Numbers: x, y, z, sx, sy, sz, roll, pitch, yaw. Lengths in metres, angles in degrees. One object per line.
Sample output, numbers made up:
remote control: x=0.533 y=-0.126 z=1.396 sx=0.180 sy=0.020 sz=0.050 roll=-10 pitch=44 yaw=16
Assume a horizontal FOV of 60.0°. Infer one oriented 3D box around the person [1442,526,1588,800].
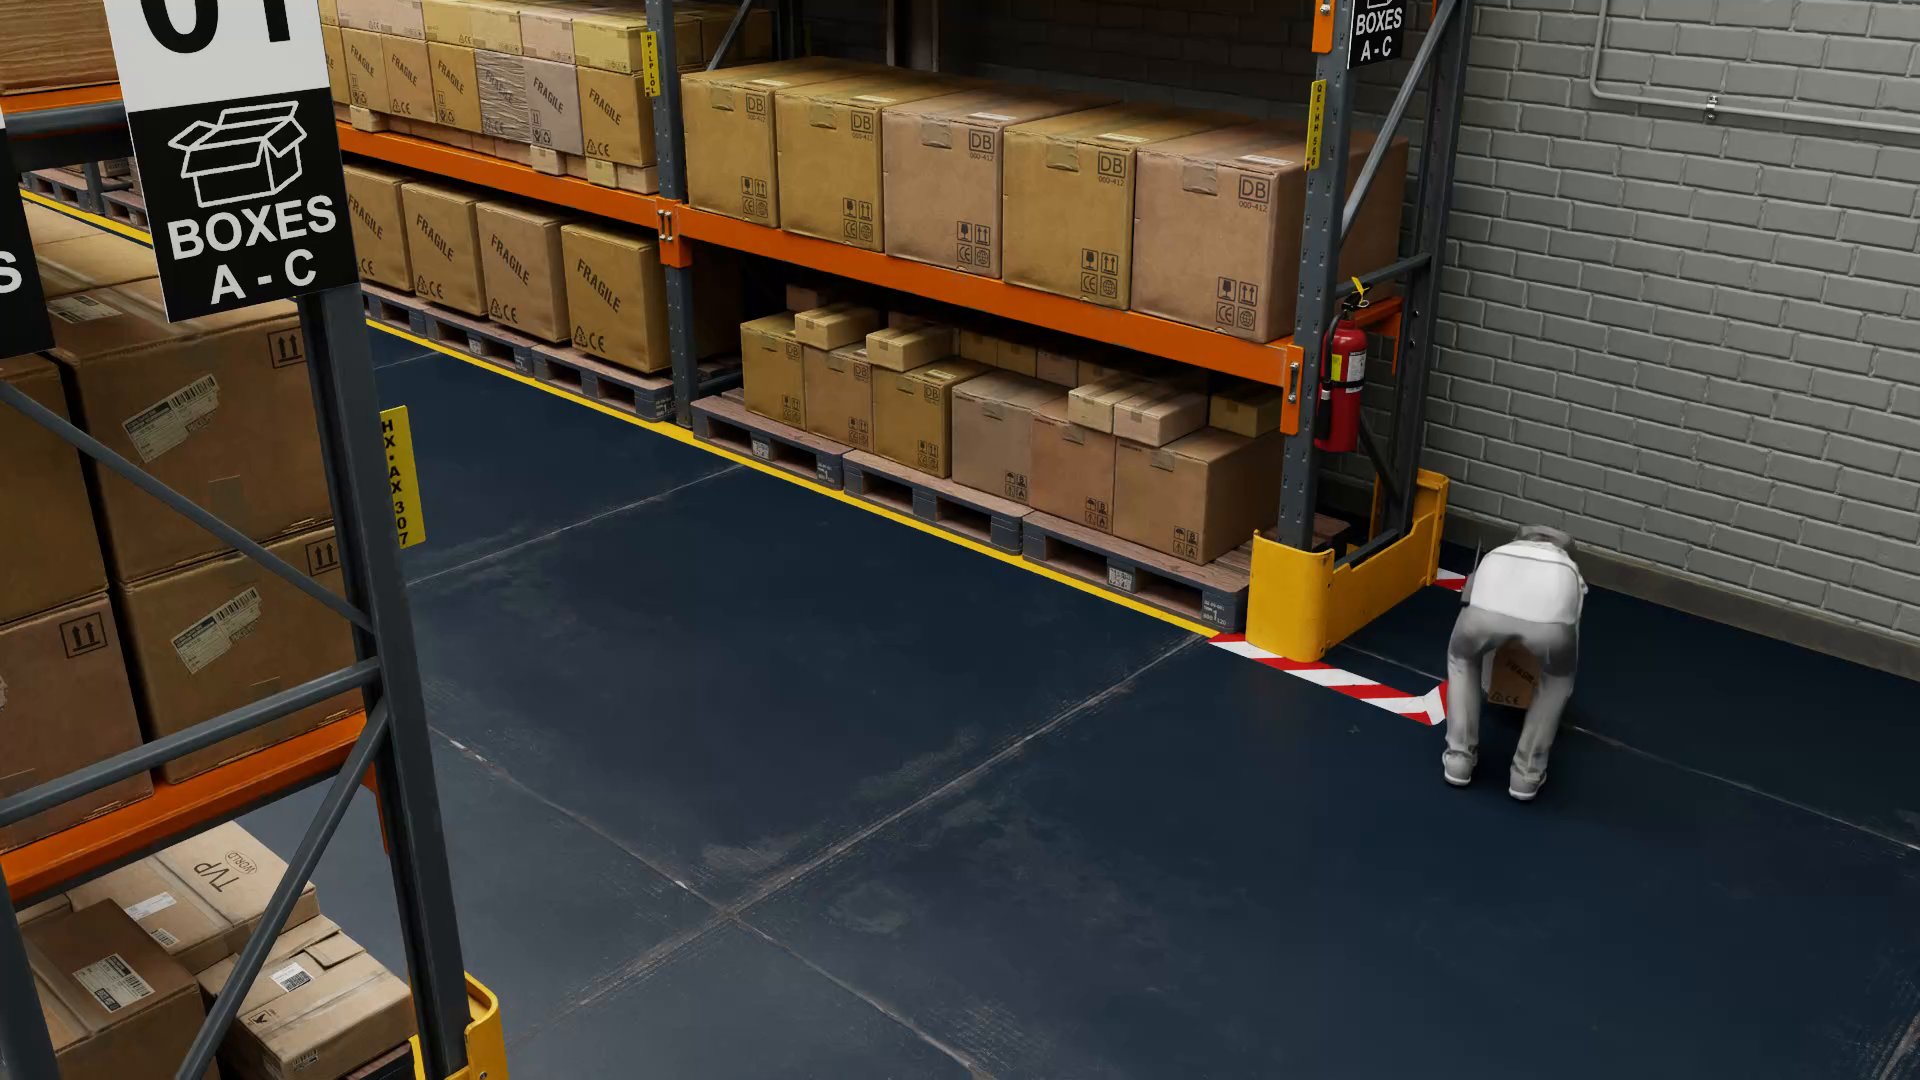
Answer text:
person: x=2.043 y=0.386 z=6.118 sx=0.461 sy=0.947 sz=0.884 roll=9 pitch=26 yaw=19
